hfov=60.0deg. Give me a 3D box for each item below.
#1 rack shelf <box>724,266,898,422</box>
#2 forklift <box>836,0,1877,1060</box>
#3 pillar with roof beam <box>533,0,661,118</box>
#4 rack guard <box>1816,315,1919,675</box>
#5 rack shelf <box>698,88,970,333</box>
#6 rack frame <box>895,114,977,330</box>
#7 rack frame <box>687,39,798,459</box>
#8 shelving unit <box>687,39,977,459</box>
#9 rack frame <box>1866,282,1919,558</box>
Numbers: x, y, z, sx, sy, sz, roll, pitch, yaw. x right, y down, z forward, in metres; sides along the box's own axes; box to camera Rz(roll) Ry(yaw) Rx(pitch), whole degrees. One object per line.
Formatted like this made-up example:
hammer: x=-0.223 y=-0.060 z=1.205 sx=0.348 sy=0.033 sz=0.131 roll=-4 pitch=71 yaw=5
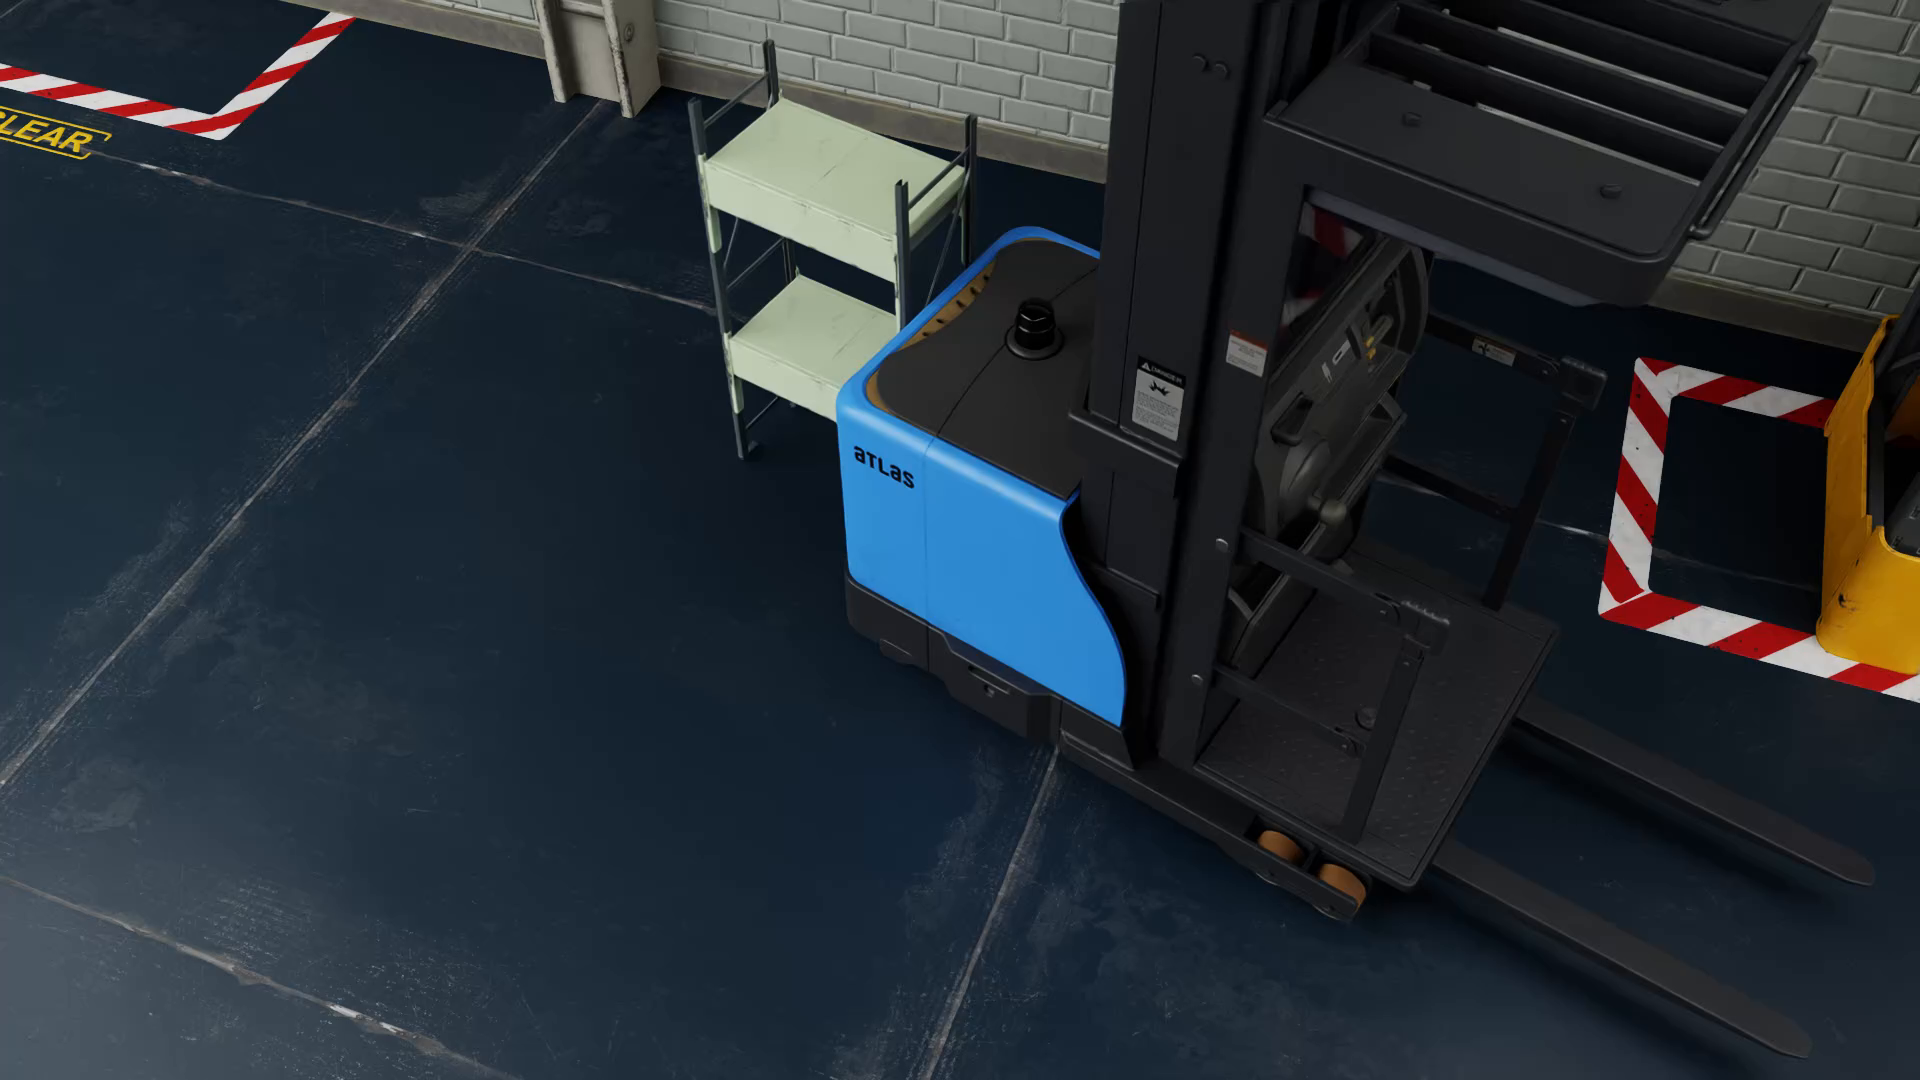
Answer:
rack shelf: x=-0.375 y=-0.553 z=5.668 sx=0.720 sy=0.370 sz=0.431 roll=26 pitch=54 yaw=21
forklift: x=1.132 y=-0.330 z=4.097 sx=3.031 sy=2.935 sz=1.130 roll=28 pitch=55 yaw=22
pillar with roof beam: x=-3.074 y=-1.925 z=1.463 sx=0.400 sy=9.000 sz=9.100 roll=16 pitch=51 yaw=13
rack guard: x=3.161 y=-0.172 z=5.568 sx=0.348 sy=0.500 sz=1.175 roll=16 pitch=51 yaw=13
rack shelf: x=-0.375 y=-1.022 z=5.127 sx=0.720 sy=0.370 sz=0.431 roll=26 pitch=54 yaw=21
rack frame: x=-0.066 y=-0.618 z=5.294 sx=0.023 sy=1.500 sz=0.400 roll=26 pitch=54 yaw=21
rack frame: x=-0.684 y=-0.915 z=5.550 sx=0.023 sy=1.500 sz=0.400 roll=26 pitch=54 yaw=21
shelving unit: x=-0.375 y=-0.767 z=5.422 sx=0.755 sy=1.500 sz=0.431 roll=26 pitch=54 yaw=21
rack frame: x=3.090 y=-1.011 z=4.641 sx=0.127 sy=3.000 sz=1.000 roll=16 pitch=51 yaw=13
